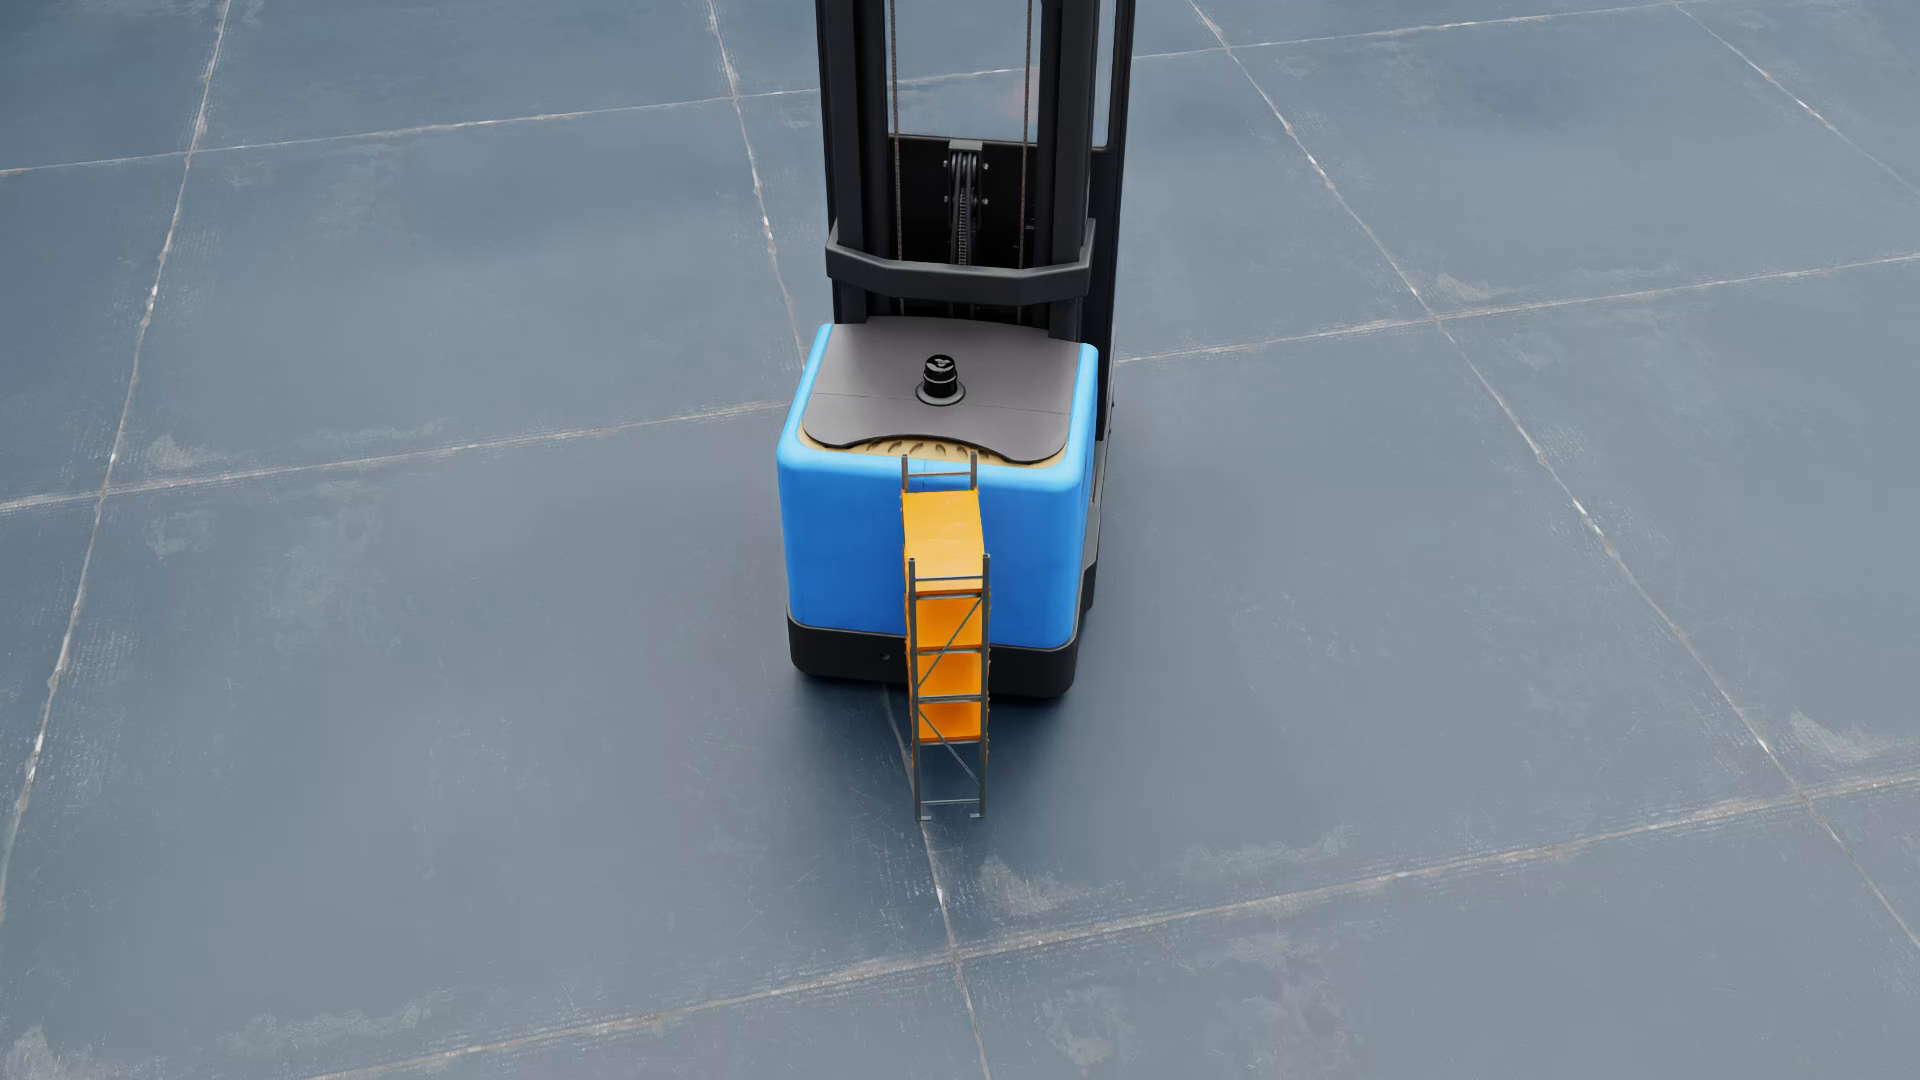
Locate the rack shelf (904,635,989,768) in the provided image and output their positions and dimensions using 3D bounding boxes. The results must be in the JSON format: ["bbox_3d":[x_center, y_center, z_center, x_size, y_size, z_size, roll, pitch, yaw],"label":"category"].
[{"bbox_3d":[-0.049,0.537,5.641,0.258,0.148,0.480,-3,42,-3],"label":"rack shelf"}]

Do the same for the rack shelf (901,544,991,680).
[{"bbox_3d":[-0.049,0.222,5.361,0.258,0.148,0.480,-3,42,-3],"label":"rack shelf"}]

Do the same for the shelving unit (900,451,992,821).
[{"bbox_3d":[-0.049,0.339,5.465,0.258,1.200,0.503,-3,42,-3],"label":"shelving unit"}]

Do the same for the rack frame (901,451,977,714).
[{"bbox_3d":[-0.066,0.177,5.647,0.240,1.200,0.015,-3,42,-3],"label":"rack frame"}]

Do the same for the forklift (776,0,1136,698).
[{"bbox_3d":[0.084,-1.507,6.240,1.130,2.935,3.031,5,42,6],"label":"forklift"}]

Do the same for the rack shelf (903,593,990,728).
[{"bbox_3d":[-0.049,0.389,5.510,0.258,0.148,0.480,-3,42,-3],"label":"rack shelf"}]

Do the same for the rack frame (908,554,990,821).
[{"bbox_3d":[-0.033,0.500,5.283,0.240,1.200,0.015,-3,42,-3],"label":"rack frame"}]

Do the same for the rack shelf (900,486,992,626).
[{"bbox_3d":[-0.049,0.045,5.204,0.258,0.148,0.480,-3,42,-3],"label":"rack shelf"}]
